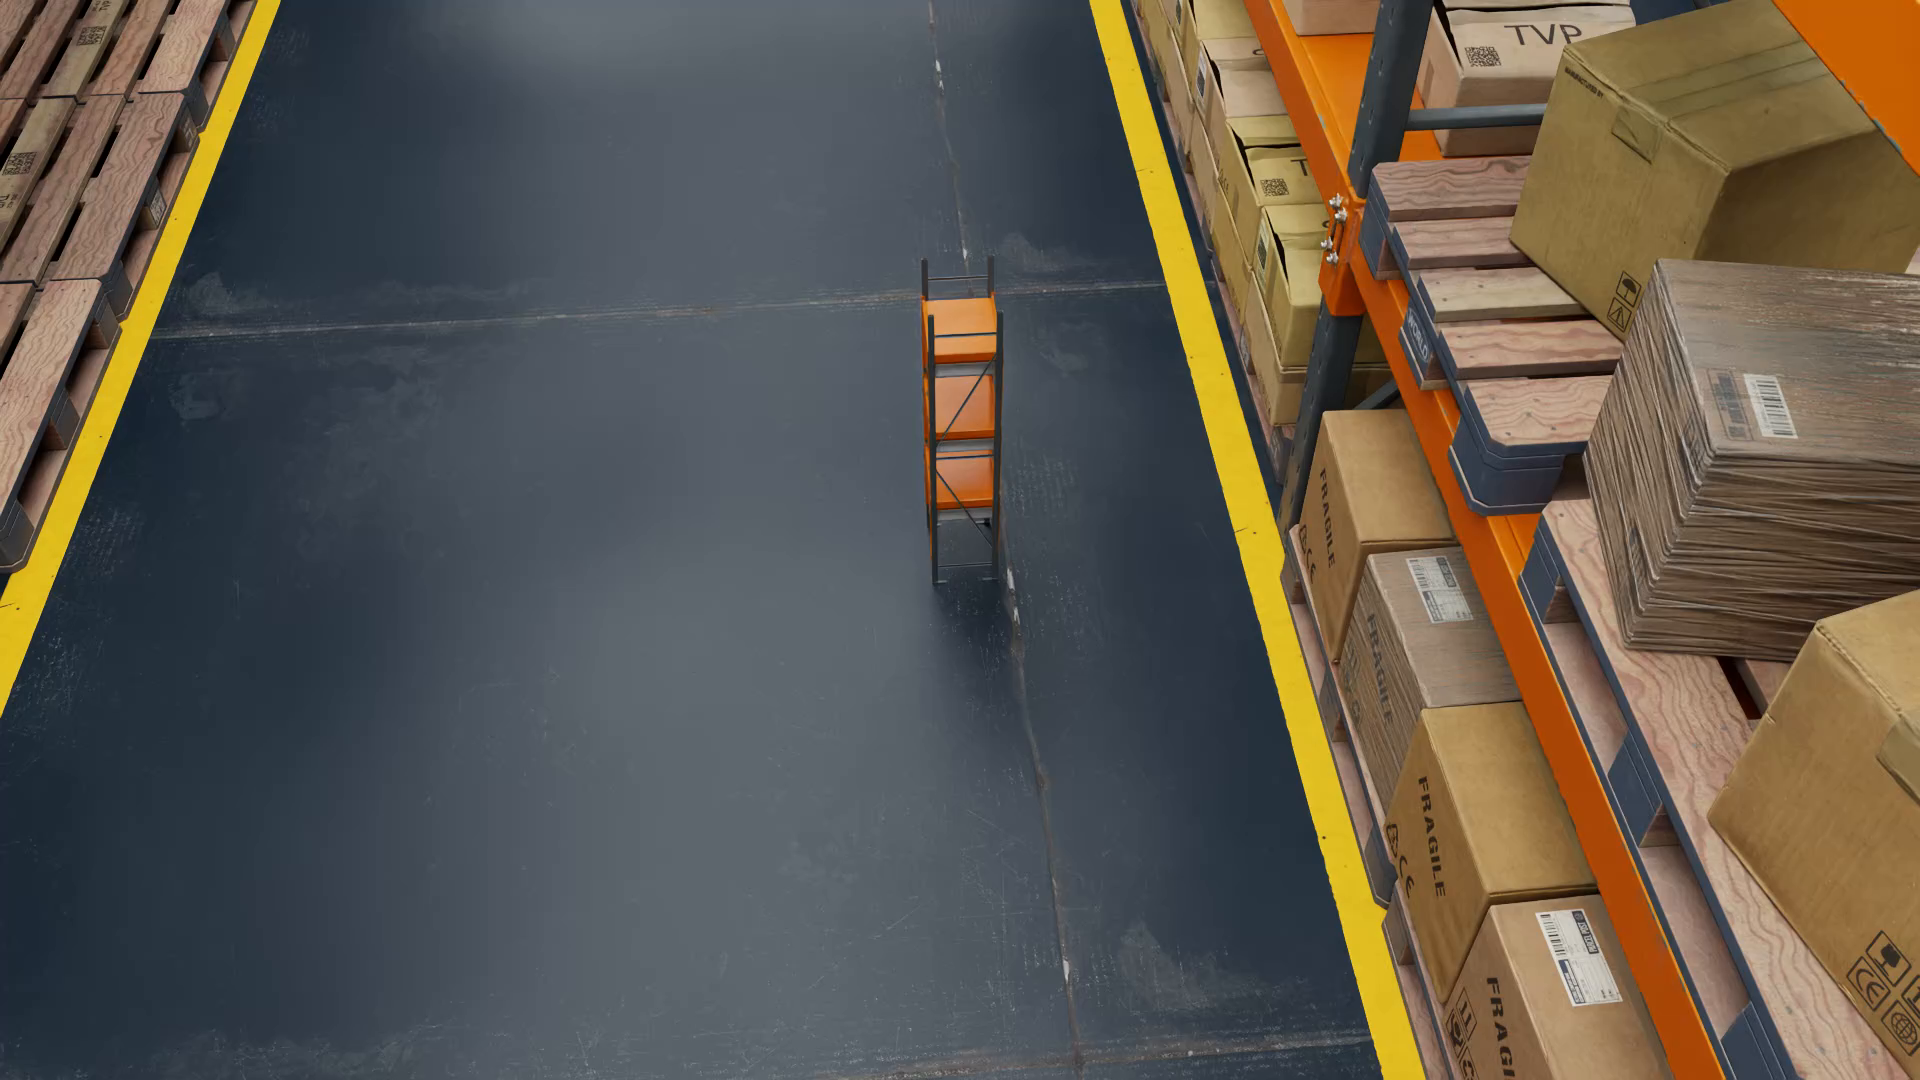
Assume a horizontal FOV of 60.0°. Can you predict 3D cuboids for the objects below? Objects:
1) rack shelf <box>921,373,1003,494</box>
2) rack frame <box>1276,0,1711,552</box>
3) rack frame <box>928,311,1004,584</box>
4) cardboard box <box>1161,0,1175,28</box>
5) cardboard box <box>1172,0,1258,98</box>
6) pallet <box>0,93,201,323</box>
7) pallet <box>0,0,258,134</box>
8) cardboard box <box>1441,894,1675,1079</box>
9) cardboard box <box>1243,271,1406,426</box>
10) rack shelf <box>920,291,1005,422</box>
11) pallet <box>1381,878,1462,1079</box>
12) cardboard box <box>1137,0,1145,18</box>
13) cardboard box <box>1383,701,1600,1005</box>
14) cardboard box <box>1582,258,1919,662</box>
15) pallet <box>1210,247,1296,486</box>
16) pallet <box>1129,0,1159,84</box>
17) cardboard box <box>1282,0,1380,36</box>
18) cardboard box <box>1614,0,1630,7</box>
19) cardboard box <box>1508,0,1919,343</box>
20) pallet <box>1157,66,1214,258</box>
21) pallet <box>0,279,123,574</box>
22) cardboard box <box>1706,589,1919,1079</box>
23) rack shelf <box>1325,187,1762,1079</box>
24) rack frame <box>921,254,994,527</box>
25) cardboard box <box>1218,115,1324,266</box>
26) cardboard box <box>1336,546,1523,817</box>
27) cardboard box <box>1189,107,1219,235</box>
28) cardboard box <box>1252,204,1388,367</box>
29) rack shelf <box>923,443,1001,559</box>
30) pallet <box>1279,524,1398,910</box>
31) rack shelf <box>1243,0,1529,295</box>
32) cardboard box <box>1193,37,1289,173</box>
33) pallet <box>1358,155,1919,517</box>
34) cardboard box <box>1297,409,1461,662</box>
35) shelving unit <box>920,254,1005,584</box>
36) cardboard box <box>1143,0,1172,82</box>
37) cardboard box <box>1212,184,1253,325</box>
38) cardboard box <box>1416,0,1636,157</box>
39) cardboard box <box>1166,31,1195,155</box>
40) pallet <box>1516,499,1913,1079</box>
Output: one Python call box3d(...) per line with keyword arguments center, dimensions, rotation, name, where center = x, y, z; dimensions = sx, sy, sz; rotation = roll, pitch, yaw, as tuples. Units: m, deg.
box3d(center=(0.004, -0.315, 4.840), dimensions=(0.215, 0.259, 0.240), rotation=(-3, 47, -3), name="rack shelf")
box3d(center=(1.511, -1.071, 4.198), dimensions=(1.000, 3.000, 0.127), rotation=(-3, 47, -3), name="rack frame")
box3d(center=(0.015, -0.234, 4.749), dimensions=(0.200, 1.050, 0.008), rotation=(-3, 47, -3), name="rack frame")
box3d(center=(1.043, -2.305, 6.586), dimensions=(0.500, 0.311, 0.500), rotation=(-5, 47, -5), name="cardboard box")
box3d(center=(1.092, -1.930, 6.230), dimensions=(0.500, 0.311, 0.500), rotation=(-2, 47, -2), name="cardboard box")
box3d(center=(-3.551, -1.257, 6.295), dimensions=(1.003, 0.211, 1.213), rotation=(-3, 47, -3), name="pallet")
box3d(center=(-3.656, -2.142, 7.133), dimensions=(1.003, 0.211, 1.213), rotation=(-3, 47, -3), name="pallet")
box3d(center=(1.399, 1.103, 3.558), dimensions=(0.500, 0.500, 0.500), rotation=(-5, 47, -5), name="cardboard box")
box3d(center=(1.223, -0.635, 5.390), dimensions=(0.500, 0.250, 0.500), rotation=(-2, 47, -2), name="cardboard box")
box3d(center=(0.004, -0.510, 4.634), dimensions=(0.215, 0.259, 0.240), rotation=(-3, 47, -3), name="rack shelf")
box3d(center=(1.634, 1.311, 3.863), dimensions=(1.003, 0.211, 1.213), rotation=(-3, 47, -3), name="pallet")
box3d(center=(1.004, -2.487, 7.144), dimensions=(0.500, 0.250, 0.500), rotation=(-2, 47, -2), name="cardboard box")
box3d(center=(1.350, 0.726, 3.915), dimensions=(0.500, 0.500, 0.500), rotation=(-4, 47, -4), name="cardboard box")
box3d(center=(1.562, -0.127, 2.947), dimensions=(0.700, 0.500, 0.500), rotation=(4, 47, 4), name="cardboard box")
box3d(center=(1.480, -0.710, 5.777), dimensions=(1.003, 0.211, 1.213), rotation=(-3, 47, -3), name="pallet")
box3d(center=(1.276, -2.475, 7.449), dimensions=(1.003, 0.211, 1.213), rotation=(-3, 47, -3), name="pallet")
box3d(center=(1.160, -1.618, 4.890), dimensions=(0.380, 0.149, 0.250), rotation=(-3, 47, -3), name="cardboard box")
box3d(center=(1.629, -1.699, 4.854), dimensions=(0.500, 0.311, 0.500), rotation=(-4, 47, -4), name="cardboard box")
box3d(center=(1.676, -0.801, 3.584), dimensions=(0.700, 0.500, 0.500), rotation=(-18, 49, -16), name="cardboard box")
box3d(center=(1.381, -1.591, 6.611), dimensions=(1.003, 0.211, 1.213), rotation=(-3, 47, -3), name="pallet")
box3d(center=(-3.452, -0.376, 5.461), dimensions=(1.003, 0.211, 1.213), rotation=(-3, 47, -3), name="pallet")
box3d(center=(1.636, 0.370, 2.476), dimensions=(0.700, 0.500, 0.500), rotation=(-14, 48, -13), name="cardboard box")
box3d(center=(1.678, 0.624, 3.089), dimensions=(1.077, 0.370, 4.000), rotation=(-3, 47, -3), name="rack shelf")
box3d(center=(-0.006, -0.411, 4.916), dimensions=(0.200, 1.050, 0.008), rotation=(-3, 47, -3), name="rack frame")
box3d(center=(1.171, -1.202, 5.541), dimensions=(0.500, 0.311, 0.500), rotation=(-4, 47, -4), name="cardboard box")
box3d(center=(1.313, 0.363, 4.259), dimensions=(0.500, 0.500, 0.500), rotation=(-5, 47, -5), name="cardboard box")
box3d(center=(1.138, -1.372, 6.088), dimensions=(0.500, 0.250, 0.500), rotation=(-3, 47, -2), name="cardboard box")
box3d(center=(1.221, -0.826, 5.185), dimensions=(0.500, 0.311, 0.500), rotation=(-2, 47, -2), name="cardboard box")
box3d(center=(0.004, -0.124, 5.042), dimensions=(0.215, 0.259, 0.240), rotation=(-3, 47, -3), name="rack shelf")
box3d(center=(1.535, 0.431, 4.697), dimensions=(1.003, 0.211, 1.213), rotation=(-3, 47, -3), name="pallet")
box3d(center=(1.343, -2.270, 5.830), dimensions=(1.077, 0.370, 4.000), rotation=(-3, 47, -3), name="rack shelf")
box3d(center=(1.132, -1.567, 5.887), dimensions=(0.500, 0.311, 0.500), rotation=(-4, 47, -4), name="cardboard box")
box3d(center=(1.637, -0.519, 3.807), dimensions=(1.213, 0.211, 1.003), rotation=(-3, 47, -3), name="pallet")
box3d(center=(1.264, -0.016, 4.618), dimensions=(0.500, 0.500, 0.500), rotation=(-2, 47, -2), name="cardboard box")
box3d(center=(0.004, -0.322, 4.832), dimensions=(0.215, 1.050, 0.252), rotation=(-3, 47, -3), name="shelving unit")
box3d(center=(1.050, -2.112, 6.789), dimensions=(0.500, 0.250, 0.500), rotation=(-5, 47, -5), name="cardboard box")
box3d(center=(1.177, -1.008, 5.743), dimensions=(0.500, 0.250, 0.500), rotation=(-4, 47, -4), name="cardboard box")
box3d(center=(1.524, -1.306, 4.482), dimensions=(0.500, 0.311, 0.500), rotation=(-1, 47, -1), name="cardboard box")
box3d(center=(1.092, -1.744, 6.441), dimensions=(0.500, 0.250, 0.500), rotation=(-3, 47, -3), name="cardboard box")
box3d(center=(1.678, 0.402, 2.936), dimensions=(1.003, 0.211, 1.213), rotation=(-3, 47, -3), name="pallet")
